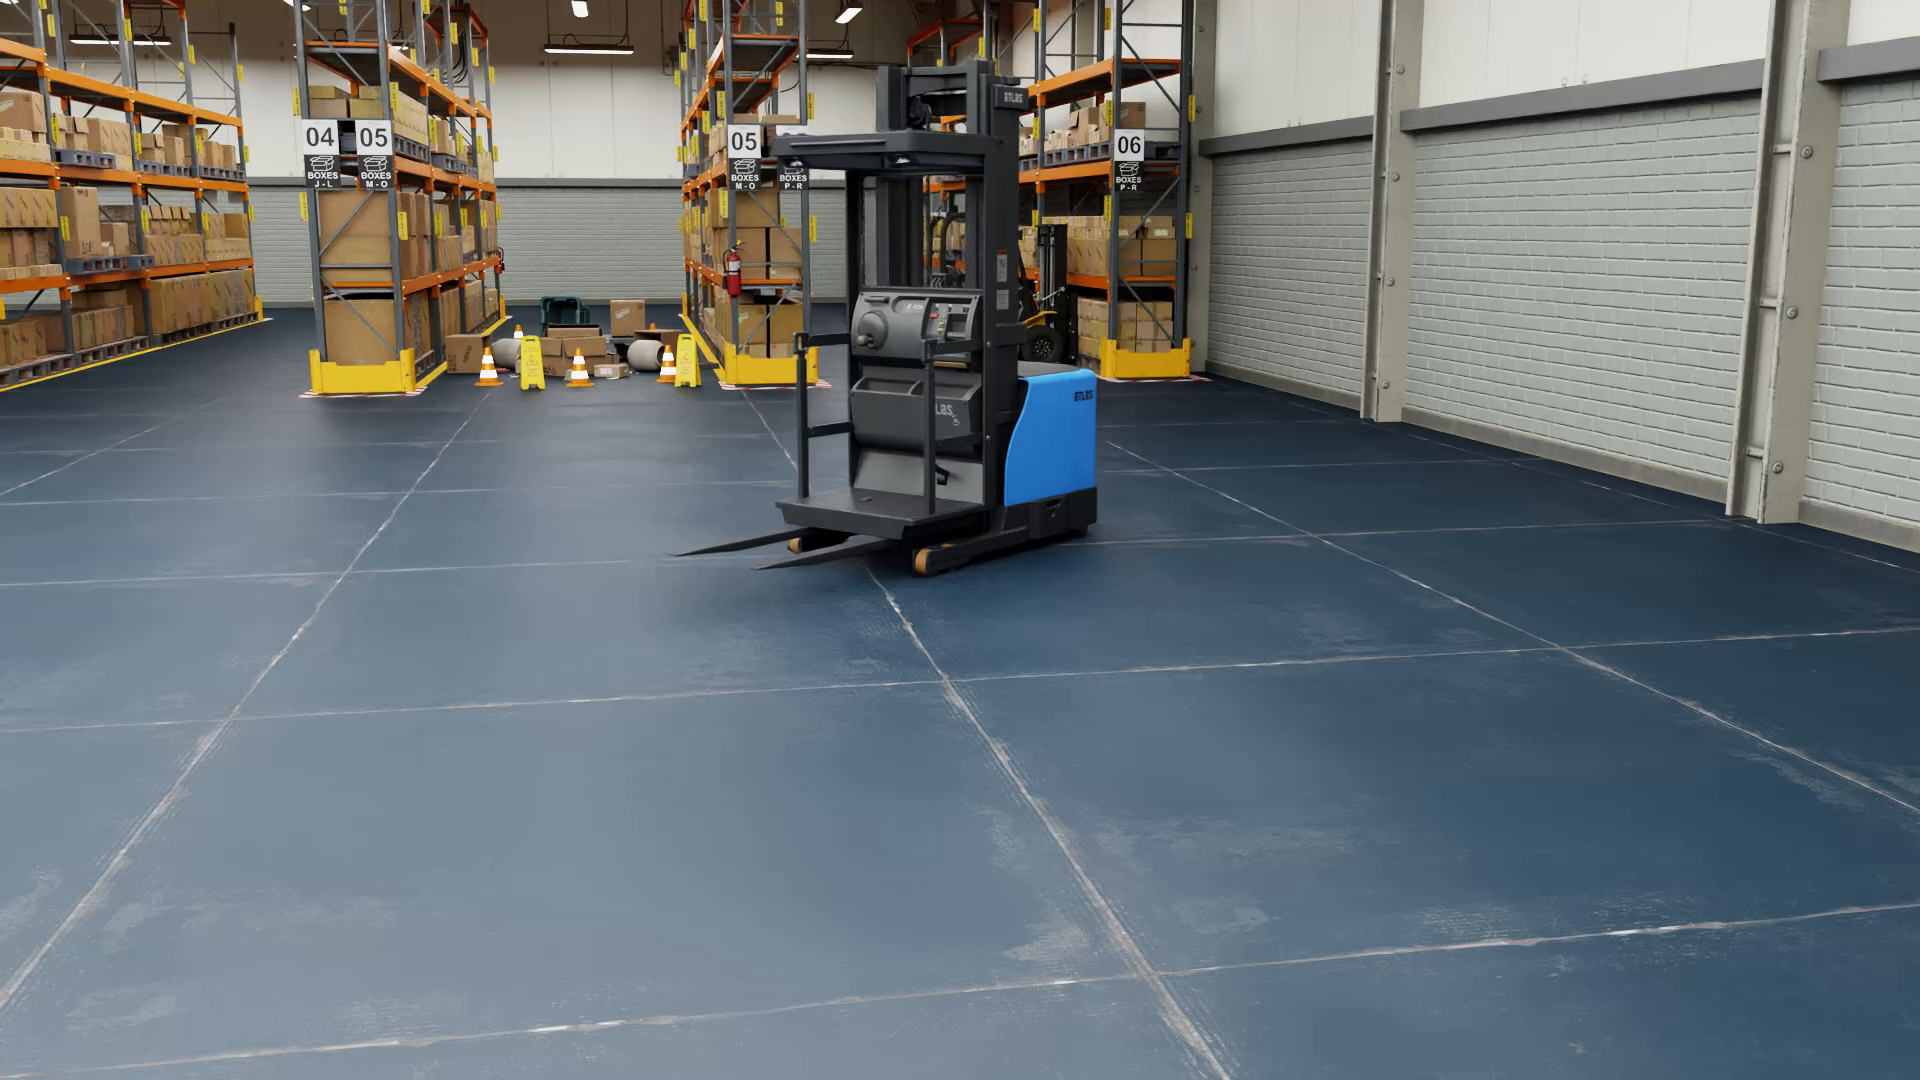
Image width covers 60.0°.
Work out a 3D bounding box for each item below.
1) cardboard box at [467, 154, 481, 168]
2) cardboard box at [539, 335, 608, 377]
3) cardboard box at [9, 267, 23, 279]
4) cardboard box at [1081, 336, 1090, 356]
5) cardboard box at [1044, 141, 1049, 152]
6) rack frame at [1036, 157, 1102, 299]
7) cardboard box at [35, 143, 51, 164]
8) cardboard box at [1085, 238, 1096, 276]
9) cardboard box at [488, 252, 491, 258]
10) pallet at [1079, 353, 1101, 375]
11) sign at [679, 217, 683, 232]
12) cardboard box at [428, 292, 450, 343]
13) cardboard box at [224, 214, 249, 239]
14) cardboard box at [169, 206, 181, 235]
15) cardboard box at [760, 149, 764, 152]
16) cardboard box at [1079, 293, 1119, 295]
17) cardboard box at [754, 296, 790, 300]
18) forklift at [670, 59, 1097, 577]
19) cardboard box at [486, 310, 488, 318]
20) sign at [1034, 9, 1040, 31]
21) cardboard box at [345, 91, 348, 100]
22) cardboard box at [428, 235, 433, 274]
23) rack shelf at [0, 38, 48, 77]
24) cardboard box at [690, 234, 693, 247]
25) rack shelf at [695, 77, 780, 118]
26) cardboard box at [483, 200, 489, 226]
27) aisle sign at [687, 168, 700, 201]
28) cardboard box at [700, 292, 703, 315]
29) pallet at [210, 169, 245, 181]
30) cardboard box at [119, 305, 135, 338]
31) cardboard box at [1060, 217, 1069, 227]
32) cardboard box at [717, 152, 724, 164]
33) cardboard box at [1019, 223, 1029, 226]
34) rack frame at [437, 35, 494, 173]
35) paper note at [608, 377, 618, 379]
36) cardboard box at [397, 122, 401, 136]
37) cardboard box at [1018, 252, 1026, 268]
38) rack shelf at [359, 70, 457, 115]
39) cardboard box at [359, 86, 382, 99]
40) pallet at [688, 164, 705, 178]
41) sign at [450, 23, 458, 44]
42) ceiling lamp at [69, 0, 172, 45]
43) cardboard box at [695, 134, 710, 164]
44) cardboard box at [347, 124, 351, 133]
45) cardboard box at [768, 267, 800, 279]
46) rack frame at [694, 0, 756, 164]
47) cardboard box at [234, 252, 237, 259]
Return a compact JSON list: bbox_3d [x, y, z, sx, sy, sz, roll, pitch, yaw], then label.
[{"bbox_3d":[-9.428,-7.230,31.702,0.500,0.250,0.500,-2,11,-9],"label":"cardboard box"},{"bbox_3d":[-5.225,-2.489,22.428,0.637,0.503,0.797,9,14,38],"label":"cardboard box"},{"bbox_3d":[-12.291,-3.431,21.371,0.380,0.149,0.250,-2,11,-11],"label":"cardboard box"},{"bbox_3d":[1.980,-2.688,23.028,0.500,0.250,0.500,-2,11,-11],"label":"cardboard box"},{"bbox_3d":[1.480,-5.912,24.996,0.380,0.149,0.250,-2,11,-10],"label":"cardboard box"},{"bbox_3d":[1.690,-4.400,25.792,1.000,3.000,0.127,-2,11,-11],"label":"rack frame"},{"bbox_3d":[-12.554,-5.184,22.290,0.500,0.250,0.500,-2,11,-9],"label":"cardboard box"},{"bbox_3d":[2.023,-3.892,22.854,0.500,0.500,0.500,-2,11,-9],"label":"cardboard box"},{"bbox_3d":[-9.837,-5.860,34.137,0.380,0.149,0.250,-3,11,-14],"label":"cardboard box"},{"bbox_3d":[2.279,-2.435,22.927,1.003,0.211,1.213,-2,11,-11],"label":"pallet"},{"bbox_3d":[-6.057,-6.865,36.214,0.100,0.325,0.005,-2,11,-11],"label":"sign"},{"bbox_3d":[-8.406,-3.409,25.479,1.050,0.750,0.750,-2,11,-11],"label":"cardboard box"},{"bbox_3d":[-14.880,-6.420,34.006,0.500,0.500,0.500,-2,11,-10],"label":"cardboard box"},{"bbox_3d":[-14.200,-5.624,29.275,0.797,0.503,0.637,-2,11,-10],"label":"cardboard box"},{"bbox_3d":[-2.449,-5.320,22.207,0.500,0.250,0.500,-2,11,-9],"label":"cardboard box"},{"bbox_3d":[2.089,-3.571,24.993,0.500,0.250,0.500,-2,11,-12],"label":"cardboard box"},{"bbox_3d":[-2.699,-3.251,23.979,0.500,0.500,0.500,-2,11,-10],"label":"cardboard box"},{"bbox_3d":[-0.401,-1.330,9.847,1.130,2.935,3.031,8,14,37],"label":"forklift"},{"bbox_3d":[-9.325,-4.372,32.145,0.380,0.149,0.250,-3,11,-13],"label":"cardboard box"},{"bbox_3d":[1.160,-7.823,25.021,0.100,0.325,0.005,-2,11,-11],"label":"sign"},{"bbox_3d":[-7.783,-5.474,20.559,0.380,0.149,0.250,-2,11,-10],"label":"cardboard box"},{"bbox_3d":[-7.930,-4.027,23.429,0.875,0.550,0.550,-2,11,-11],"label":"cardboard box"},{"bbox_3d":[-12.510,-6.084,20.526,1.077,0.370,4.000,-2,11,-11],"label":"rack shelf"},{"bbox_3d":[-4.925,-5.767,32.038,0.500,0.250,0.500,-2,11,-13],"label":"cardboard box"},{"bbox_3d":[-3.567,-6.983,26.311,1.077,0.370,4.000,-2,11,-11],"label":"rack shelf"},{"bbox_3d":[-9.602,-6.454,32.844,0.500,0.500,0.500,-2,11,-10],"label":"cardboard box"},{"bbox_3d":[-5.810,-7.699,36.174,0.394,0.787,0.004,-2,11,-11],"label":"aisle sign"},{"bbox_3d":[-4.751,-4.753,33.374,0.875,0.438,0.875,-2,11,-12],"label":"cardboard box"},{"bbox_3d":[-15.078,-7.354,33.525,1.003,0.211,1.213,-2,11,-11],"label":"pallet"},{"bbox_3d":[-13.527,-3.458,26.351,0.700,0.500,0.500,-3,11,-14],"label":"cardboard box"},{"bbox_3d":[1.686,-4.656,24.339,0.380,0.149,0.250,-2,11,-12],"label":"cardboard box"},{"bbox_3d":[-3.086,-5.171,22.490,0.380,0.149,0.250,-2,11,-12],"label":"cardboard box"},{"bbox_3d":[0.966,-5.489,30.123,0.500,0.500,0.500,-2,11,-8],"label":"cardboard box"},{"bbox_3d":[-10.348,-9.168,34.799,1.000,3.000,0.127,-2,11,-11],"label":"rack frame"},{"bbox_3d":[-4.536,-2.128,21.793,0.148,0.019,0.142,-6,13,-31],"label":"paper note"},{"bbox_3d":[-7.038,-5.013,20.274,0.380,0.149,0.250,-2,11,-10],"label":"cardboard box"},{"bbox_3d":[1.233,-4.501,26.725,0.500,0.250,0.500,-2,11,-11],"label":"cardboard box"},{"bbox_3d":[-8.403,-6.784,25.267,1.077,0.370,4.000,-2,11,-11],"label":"rack shelf"},{"bbox_3d":[-6.988,-5.357,19.944,0.380,0.149,0.250,-2,11,-10],"label":"cardboard box"},{"bbox_3d":[-4.133,-6.449,29.042,1.213,0.211,1.003,-2,11,-8],"label":"pallet"},{"bbox_3d":[-8.248,-8.259,27.097,0.100,0.325,0.005,-2,11,-11],"label":"sign"},{"bbox_3d":[-18.143,-12.278,35.524,2.000,3.185,0.800,-2,11,-11],"label":"ceiling lamp"},{"bbox_3d":[-4.177,-6.747,28.699,0.797,0.503,0.637,-3,11,-15],"label":"cardboard box"},{"bbox_3d":[-7.780,-5.081,20.626,0.380,0.149,0.250,-2,11,-10],"label":"cardboard box"},{"bbox_3d":[-2.263,-3.432,21.376,0.380,0.149,0.250,-2,11,-11],"label":"cardboard box"},{"bbox_3d":[-3.956,-7.900,28.133,1.000,3.000,0.127,-2,11,-11],"label":"rack frame"},{"bbox_3d":[-14.589,-5.648,33.019,0.380,0.149,0.250,-2,11,-11],"label":"cardboard box"}]
